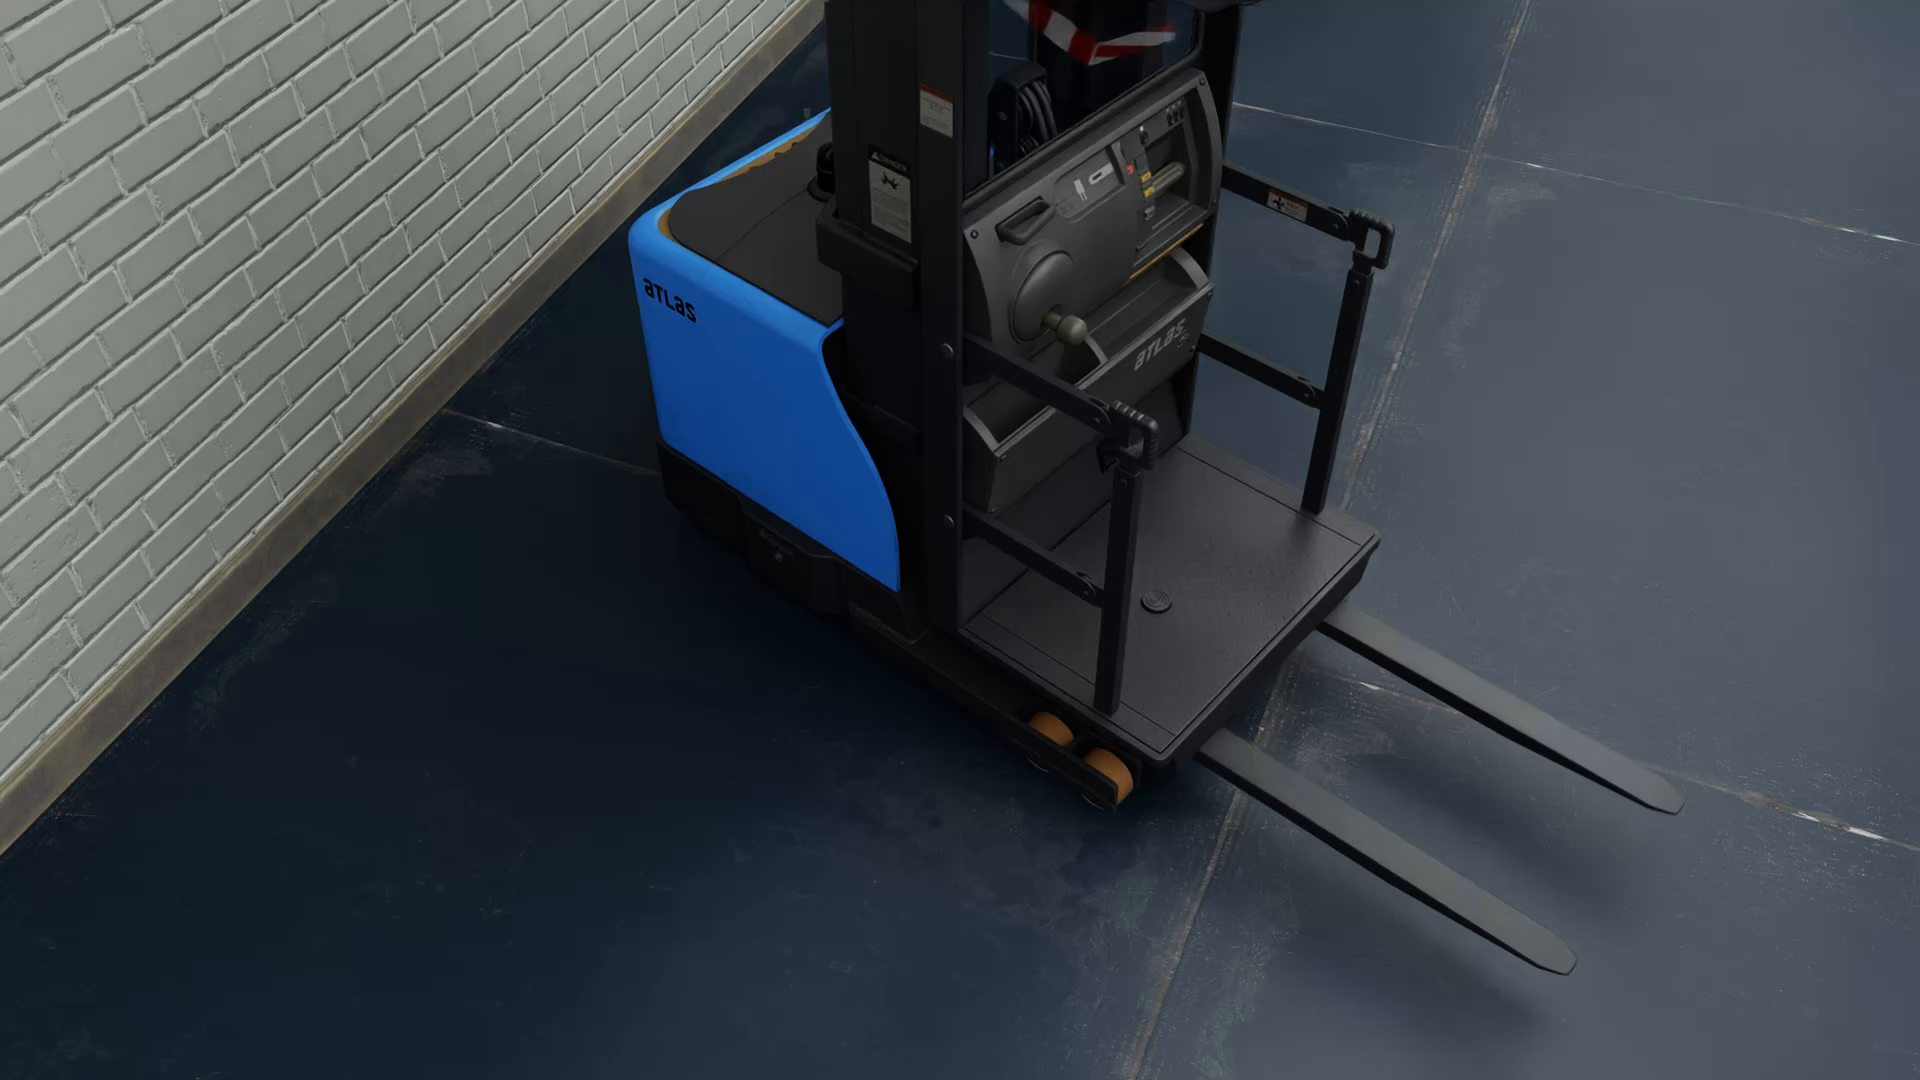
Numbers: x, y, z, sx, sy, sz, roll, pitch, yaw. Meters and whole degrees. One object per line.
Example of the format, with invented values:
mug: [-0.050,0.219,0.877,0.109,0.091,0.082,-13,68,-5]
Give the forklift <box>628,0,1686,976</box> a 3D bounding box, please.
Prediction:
forklift: [0.500,-0.734,3.910,3.031,2.935,1.130,31,53,28]

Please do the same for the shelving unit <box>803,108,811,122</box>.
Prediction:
shelving unit: [-0.354,-1.039,5.657,0.258,0.900,0.210,-17,47,-17]

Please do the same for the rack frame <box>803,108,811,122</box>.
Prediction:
rack frame: [-0.395,-1.105,5.723,0.240,0.900,0.006,-17,47,-17]
